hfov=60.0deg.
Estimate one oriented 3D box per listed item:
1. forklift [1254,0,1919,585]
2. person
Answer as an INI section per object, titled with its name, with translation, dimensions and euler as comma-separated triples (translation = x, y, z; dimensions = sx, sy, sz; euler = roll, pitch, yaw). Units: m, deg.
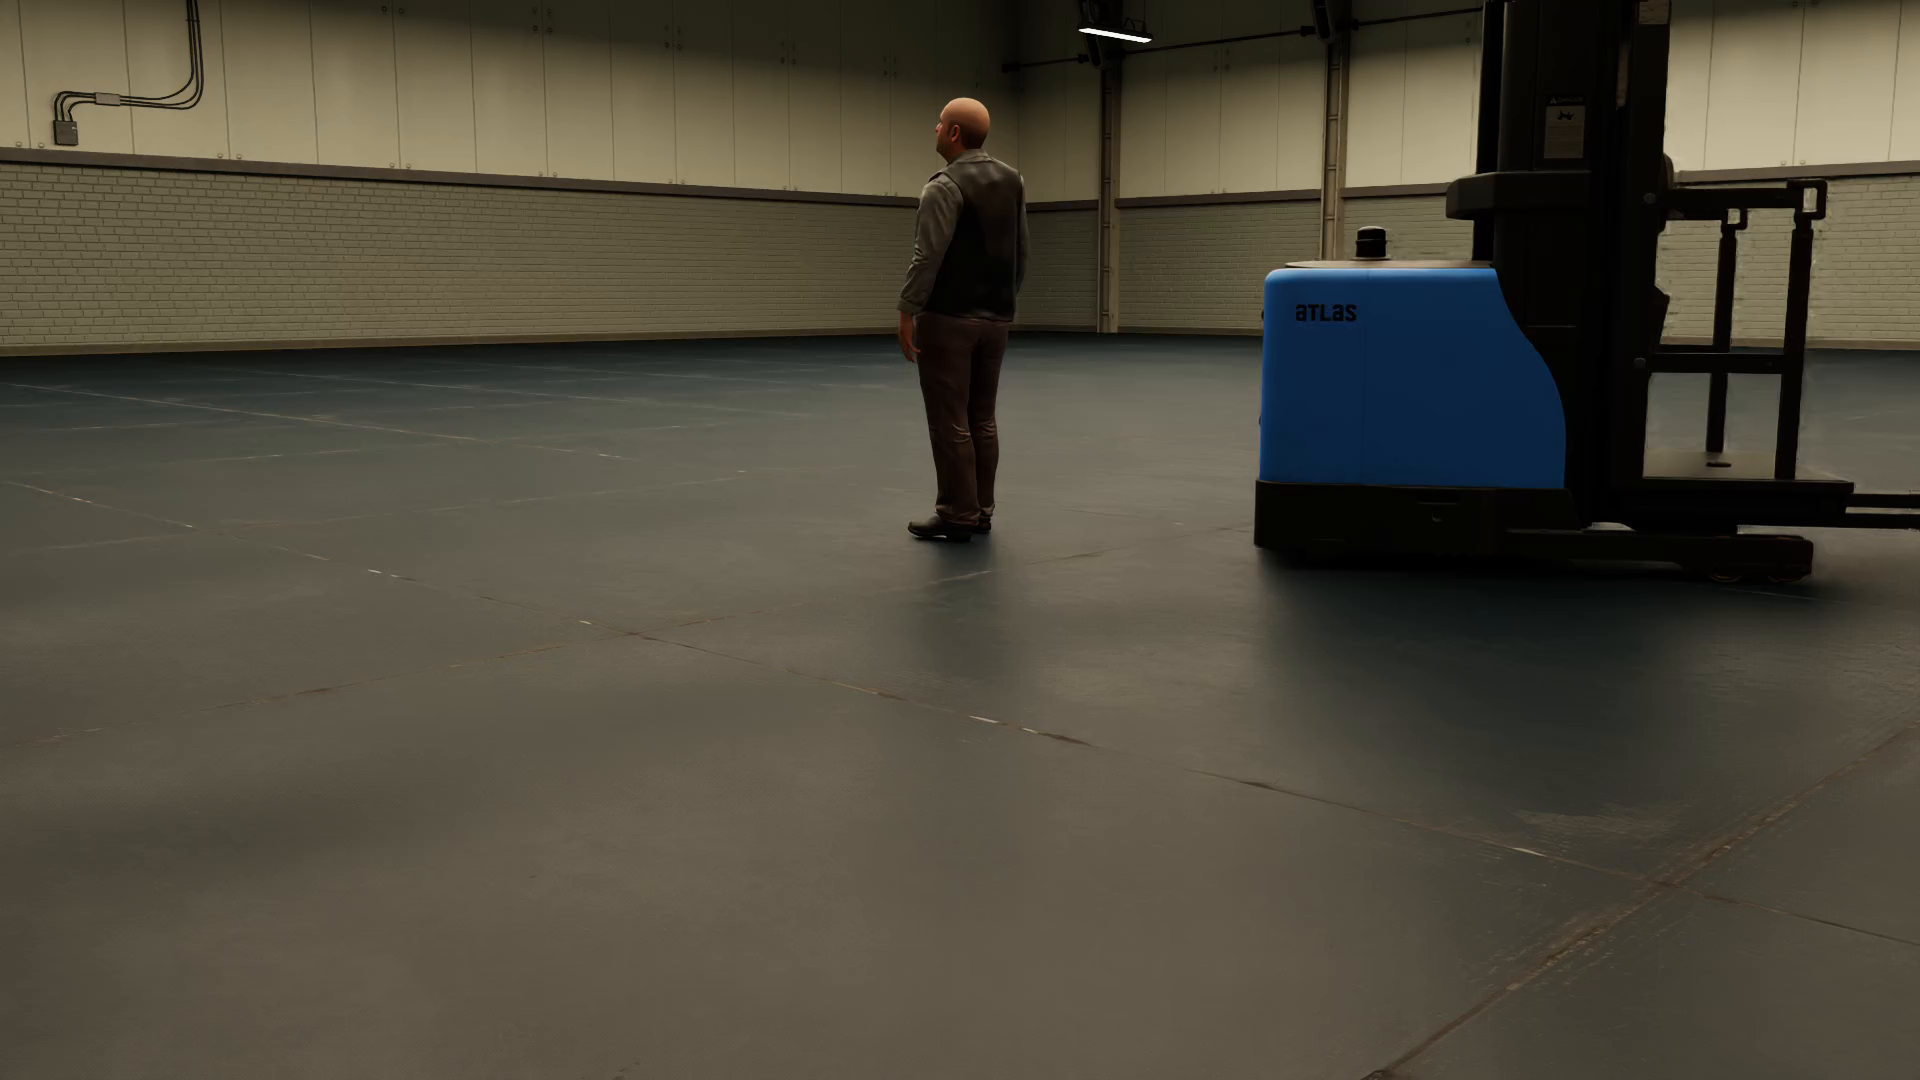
[forklift]
translation = 2.655, -1.382, 6.049
dimensions = 3.031, 2.935, 1.130
euler = 2, 9, 11
[person]
translation = -0.039, -0.866, 6.636
dimensions = 0.568, 1.720, 0.632
euler = 8, 12, 43
